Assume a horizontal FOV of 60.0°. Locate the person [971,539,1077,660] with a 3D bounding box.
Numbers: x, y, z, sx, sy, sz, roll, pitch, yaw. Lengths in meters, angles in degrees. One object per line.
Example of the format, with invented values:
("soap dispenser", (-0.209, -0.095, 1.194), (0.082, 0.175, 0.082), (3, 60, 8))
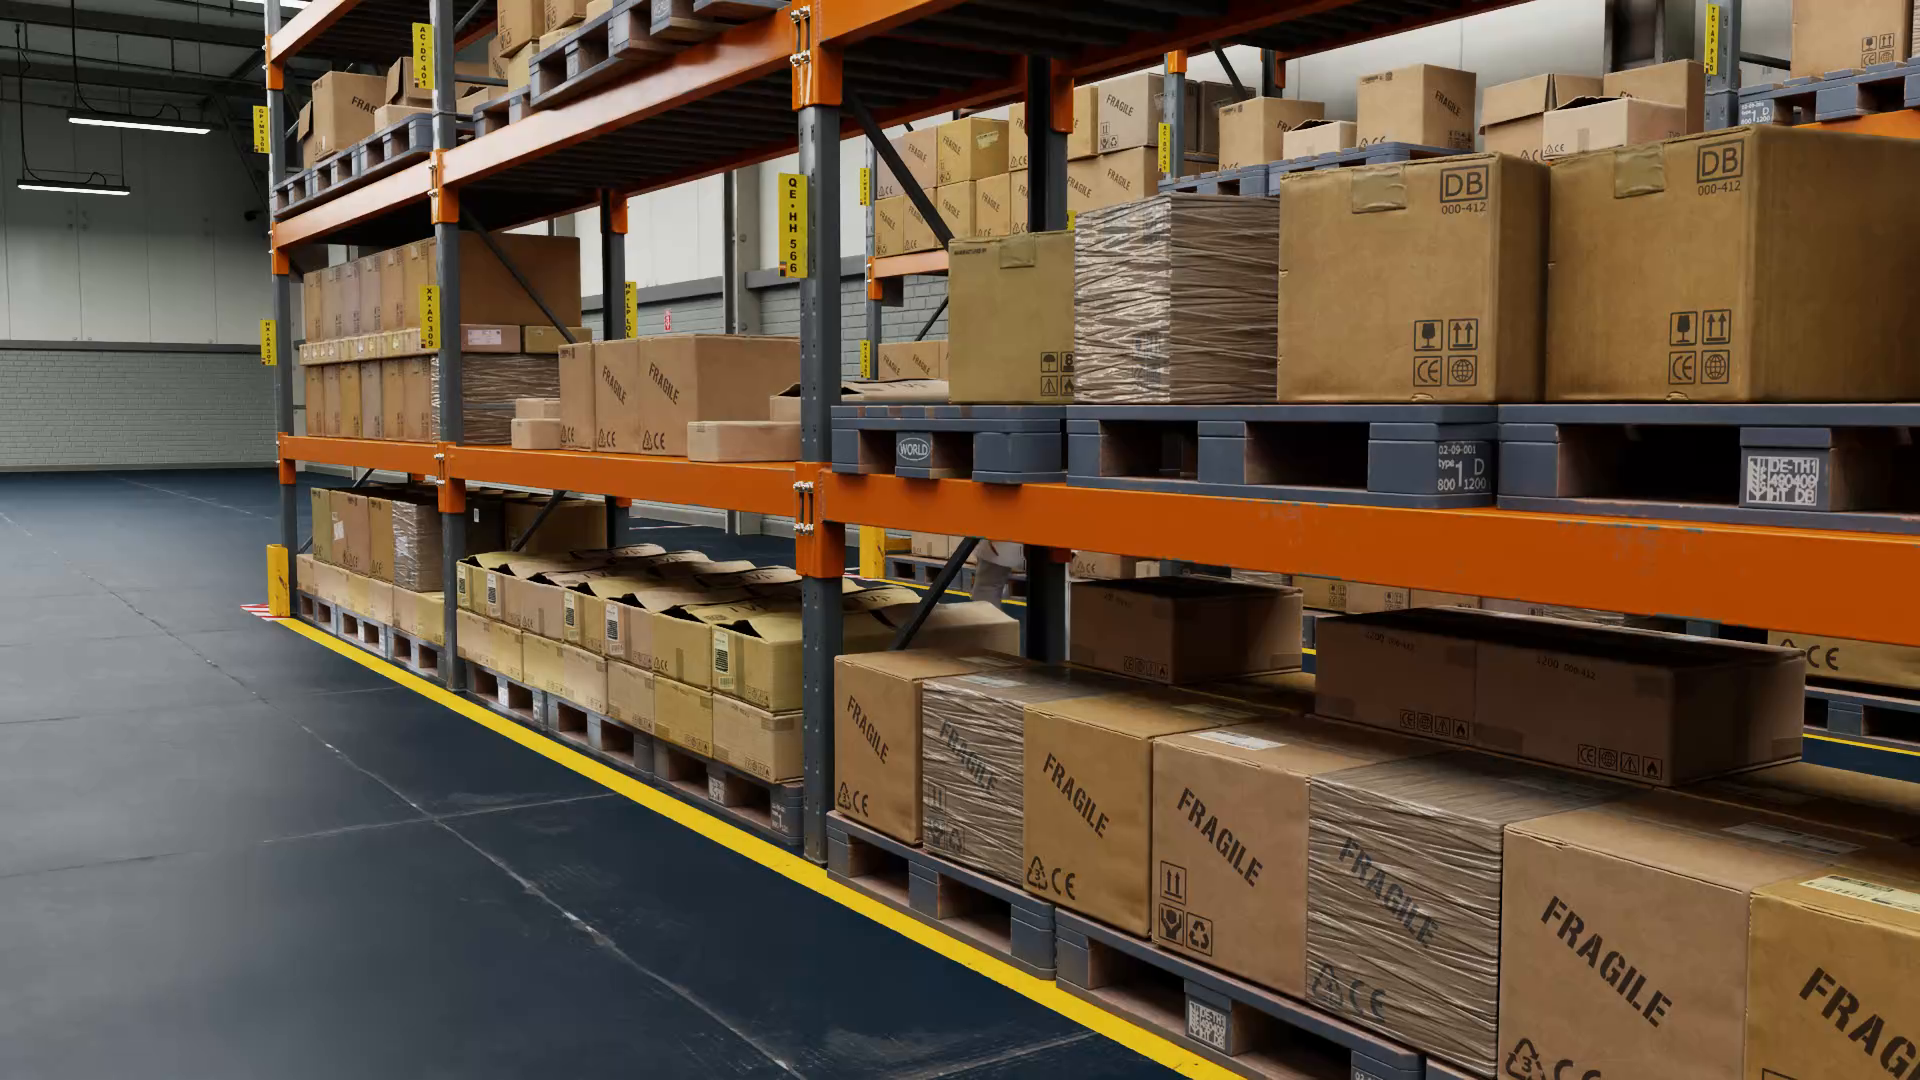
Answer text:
("person", (0.364, -0.113, 9.220), (0.659, 1.747, 0.991), (-2, 5, -20))
